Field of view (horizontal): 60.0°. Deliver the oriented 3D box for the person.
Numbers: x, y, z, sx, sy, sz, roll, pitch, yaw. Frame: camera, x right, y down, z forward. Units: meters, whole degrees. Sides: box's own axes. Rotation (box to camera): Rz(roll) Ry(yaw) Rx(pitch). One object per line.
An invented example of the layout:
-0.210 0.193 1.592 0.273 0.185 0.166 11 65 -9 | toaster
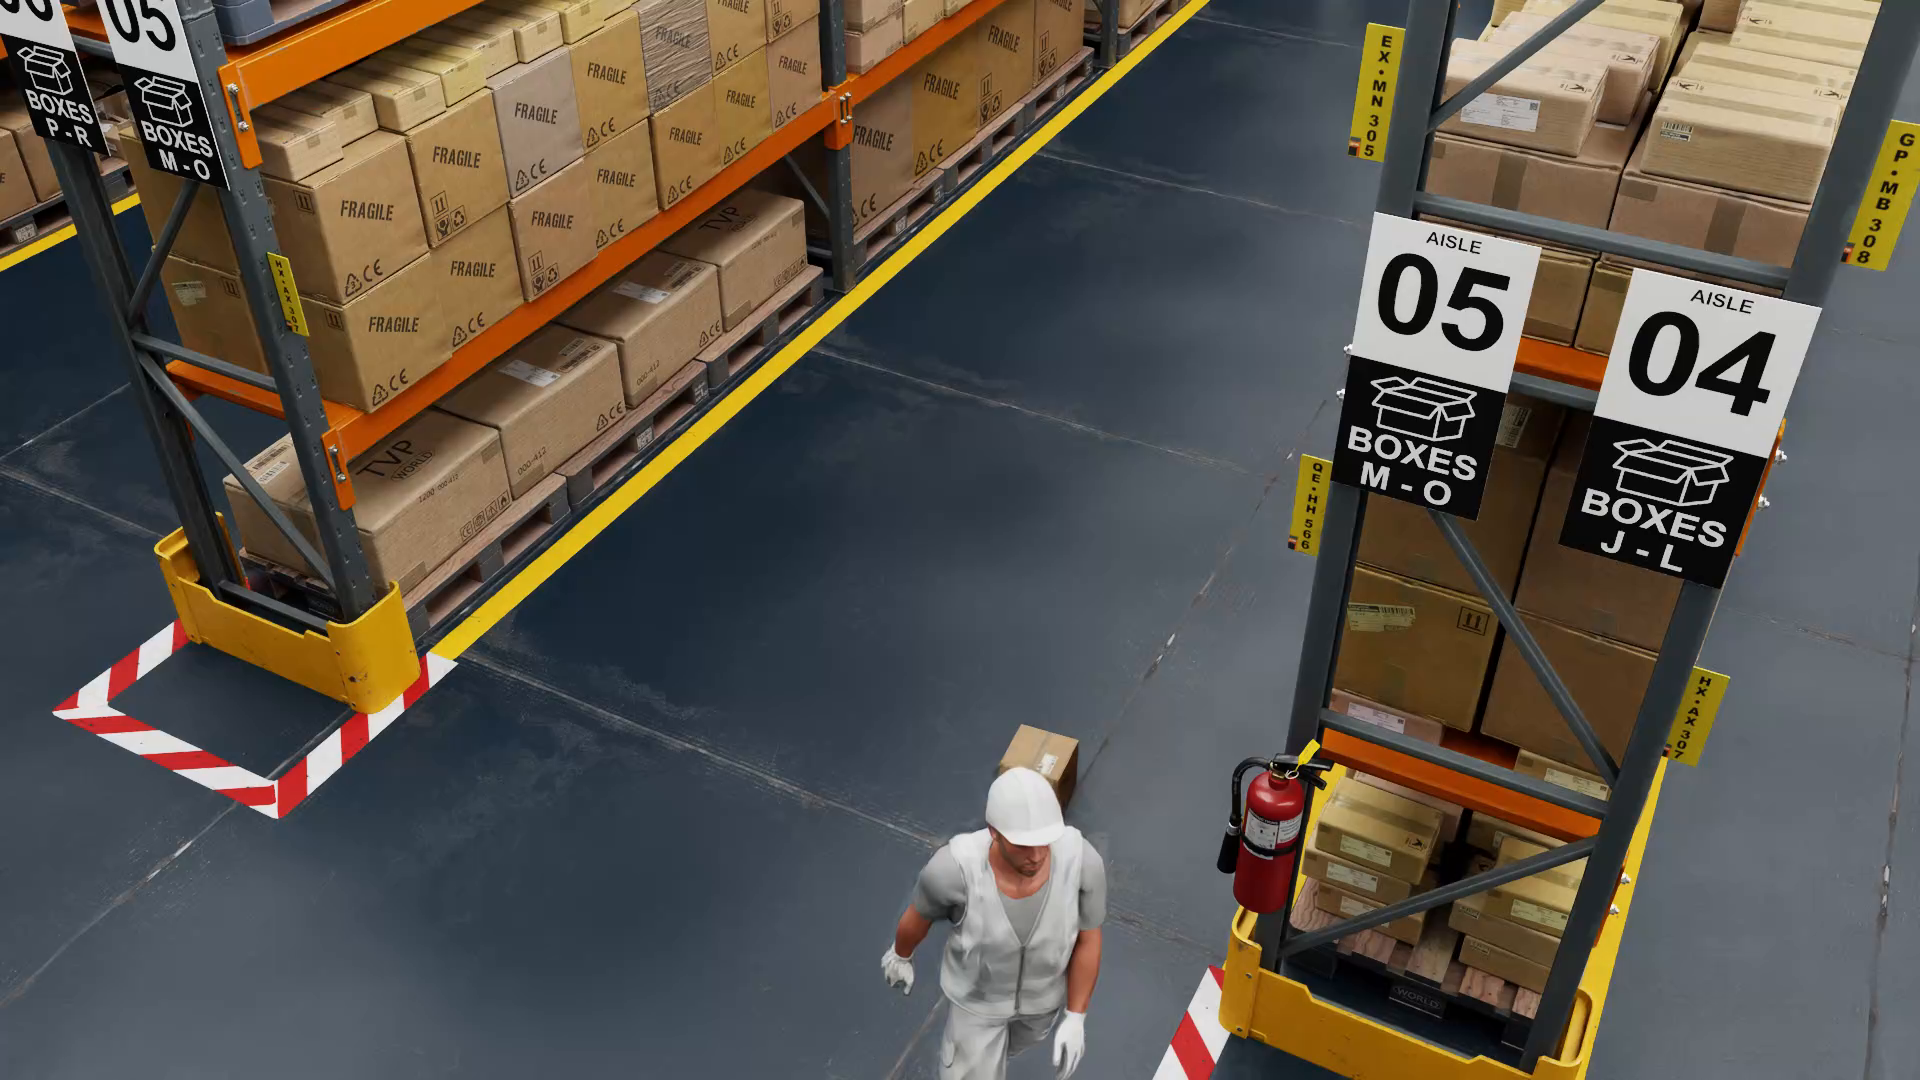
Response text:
0.123 1.389 4.891 0.637 1.745 0.948 -7 38 -9 | person
